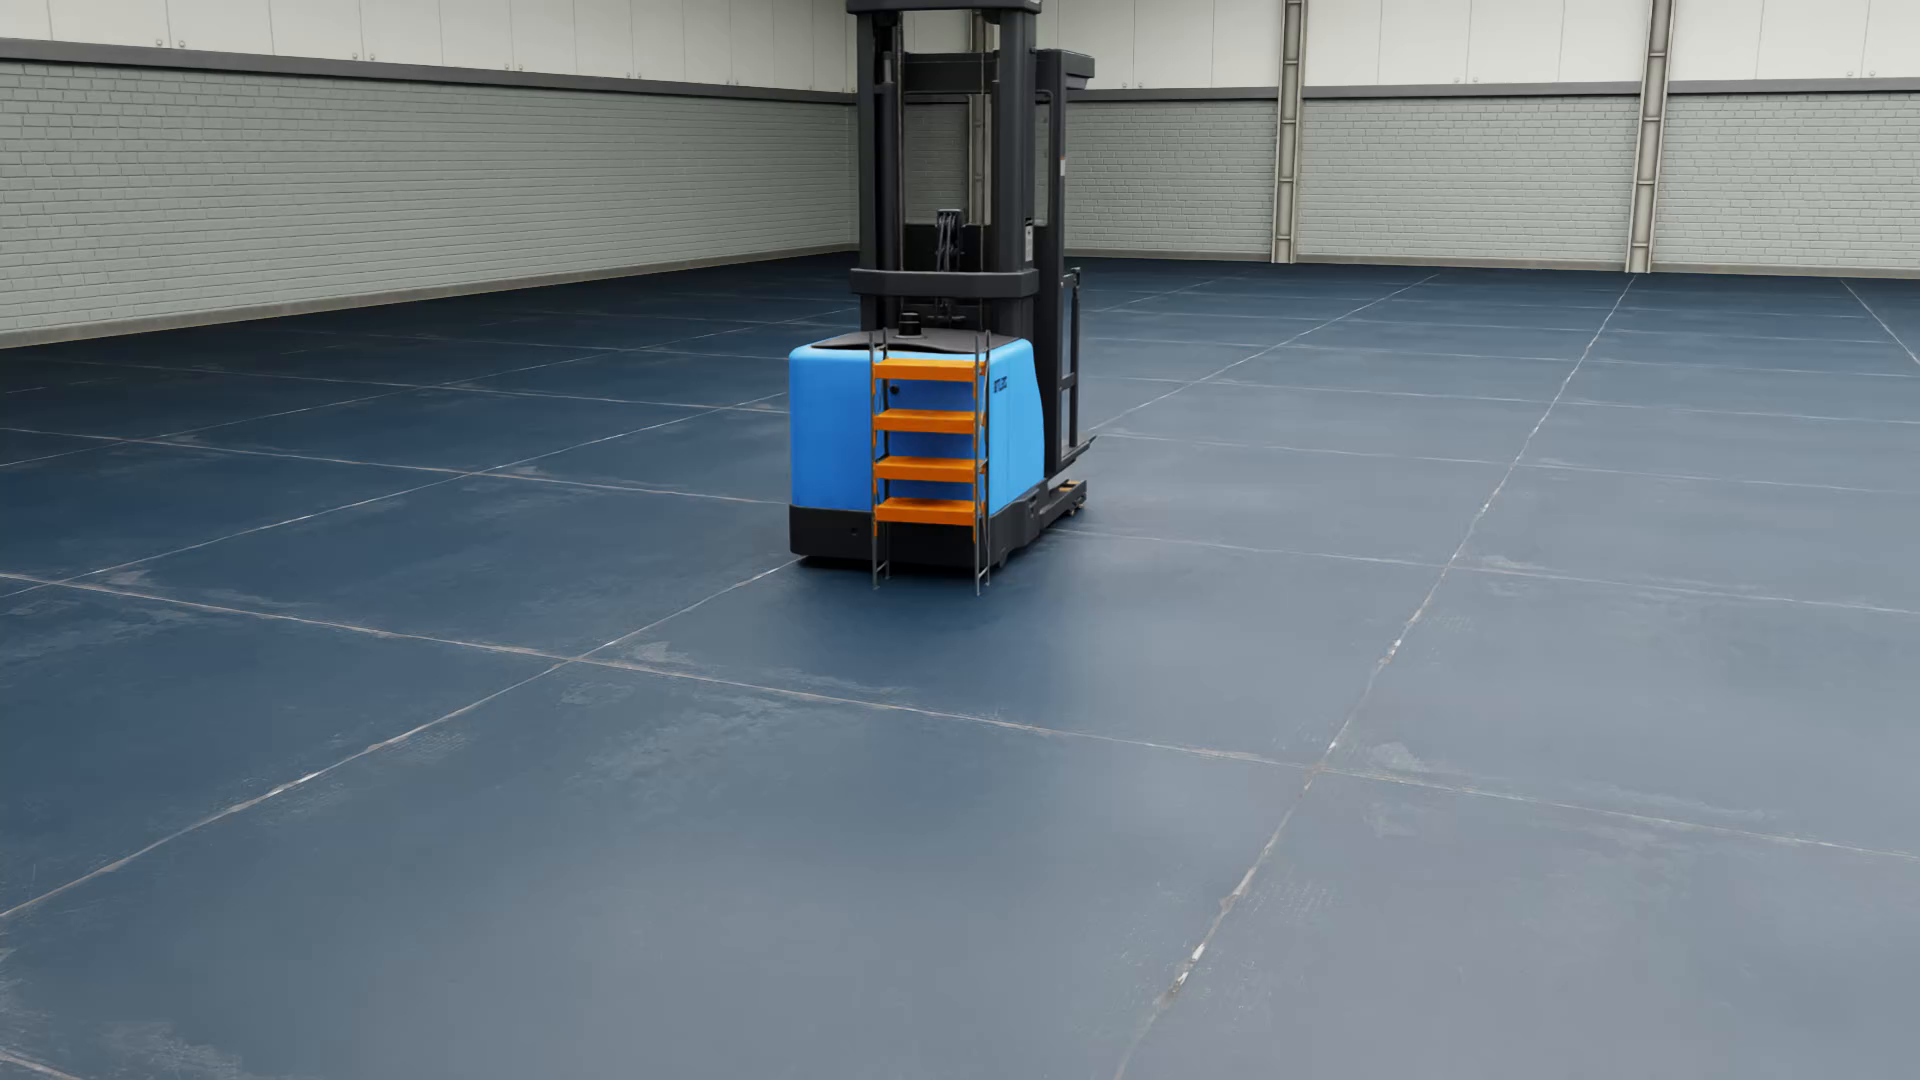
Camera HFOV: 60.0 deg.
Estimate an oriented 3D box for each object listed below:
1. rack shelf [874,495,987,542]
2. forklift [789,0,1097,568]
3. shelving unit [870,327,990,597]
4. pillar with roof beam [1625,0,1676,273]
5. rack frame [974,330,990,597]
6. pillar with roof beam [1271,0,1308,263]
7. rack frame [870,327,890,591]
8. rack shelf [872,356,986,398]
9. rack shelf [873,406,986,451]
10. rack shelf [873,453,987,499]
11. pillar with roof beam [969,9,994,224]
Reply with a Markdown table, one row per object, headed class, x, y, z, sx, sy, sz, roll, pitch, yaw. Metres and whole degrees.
| class | x | y | z | sx | sy | sz | roll | pitch | yaw |
| --- | --- | --- | --- | --- | --- | --- | --- | --- | --- |
| rack shelf | -0.135 | -0.103 | 7.732 | 0.480 | 0.148 | 0.258 | 3 | 14 | 13 |
| forklift | 0.092 | -1.583 | 9.084 | 1.130 | 2.935 | 3.031 | 4 | 14 | 17 |
| shelving unit | -0.135 | -0.362 | 7.671 | 0.503 | 1.200 | 0.258 | 3 | 14 | 13 |
| pillar with roof beam | 9.642 | -7.982 | 23.072 | 0.400 | 9.000 | 9.100 | 6 | 14 | 23 |
| rack frame | 0.102 | -0.349 | 7.615 | 0.015 | 1.200 | 0.240 | 3 | 14 | 13 |
| pillar with roof beam | 4.156 | -8.537 | 25.438 | 0.400 | 9.000 | 9.100 | 6 | 14 | 23 |
| rack frame | -0.372 | -0.375 | 7.727 | 0.015 | 1.200 | 0.240 | 3 | 14 | 13 |
| rack shelf | -0.135 | -0.745 | 7.581 | 0.480 | 0.148 | 0.258 | 3 | 14 | 13 |
| rack shelf | -0.135 | -0.514 | 7.635 | 0.480 | 0.148 | 0.258 | 3 | 14 | 13 |
| rack shelf | -0.135 | -0.296 | 7.686 | 0.480 | 0.148 | 0.258 | 3 | 14 | 13 |
| pillar with roof beam | -1.330 | -9.092 | 27.804 | 0.400 | 9.000 | 9.100 | 6 | 14 | 23 |
